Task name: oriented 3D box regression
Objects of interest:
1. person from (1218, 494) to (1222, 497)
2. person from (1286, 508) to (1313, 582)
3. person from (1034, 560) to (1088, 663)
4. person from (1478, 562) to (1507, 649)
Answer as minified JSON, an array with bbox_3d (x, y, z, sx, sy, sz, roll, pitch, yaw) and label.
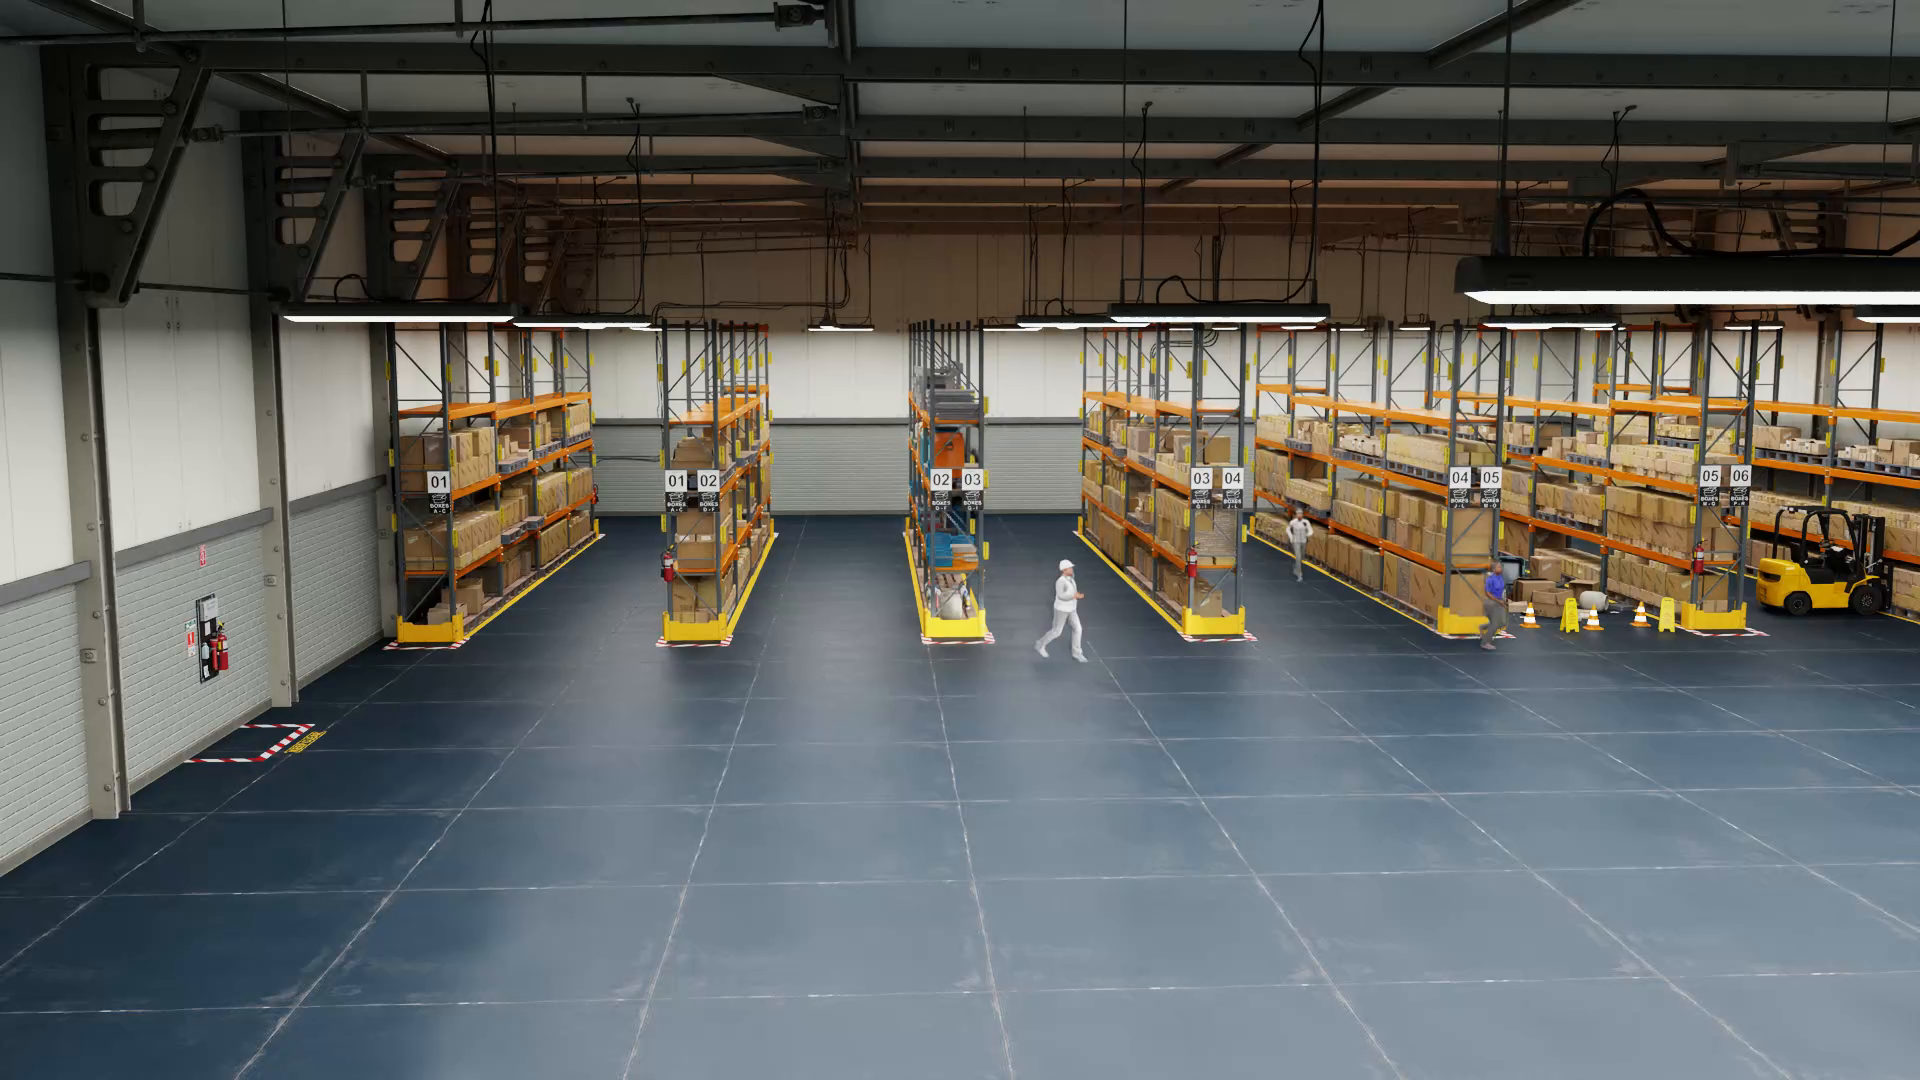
[{"bbox_3d":[7.272,-0.716,45.663,0.596,1.654,0.799,-1,7,-5],"label":"person"},{"bbox_3d":[7.958,0.086,38.907,0.603,1.710,0.842,0,7,0],"label":"person"},{"bbox_3d":[1.797,1.242,29.208,0.939,1.812,0.664,4,8,30],"label":"person"},{"bbox_3d":[9.752,1.195,30.354,0.597,1.598,0.622,-7,10,-43],"label":"person"}]
